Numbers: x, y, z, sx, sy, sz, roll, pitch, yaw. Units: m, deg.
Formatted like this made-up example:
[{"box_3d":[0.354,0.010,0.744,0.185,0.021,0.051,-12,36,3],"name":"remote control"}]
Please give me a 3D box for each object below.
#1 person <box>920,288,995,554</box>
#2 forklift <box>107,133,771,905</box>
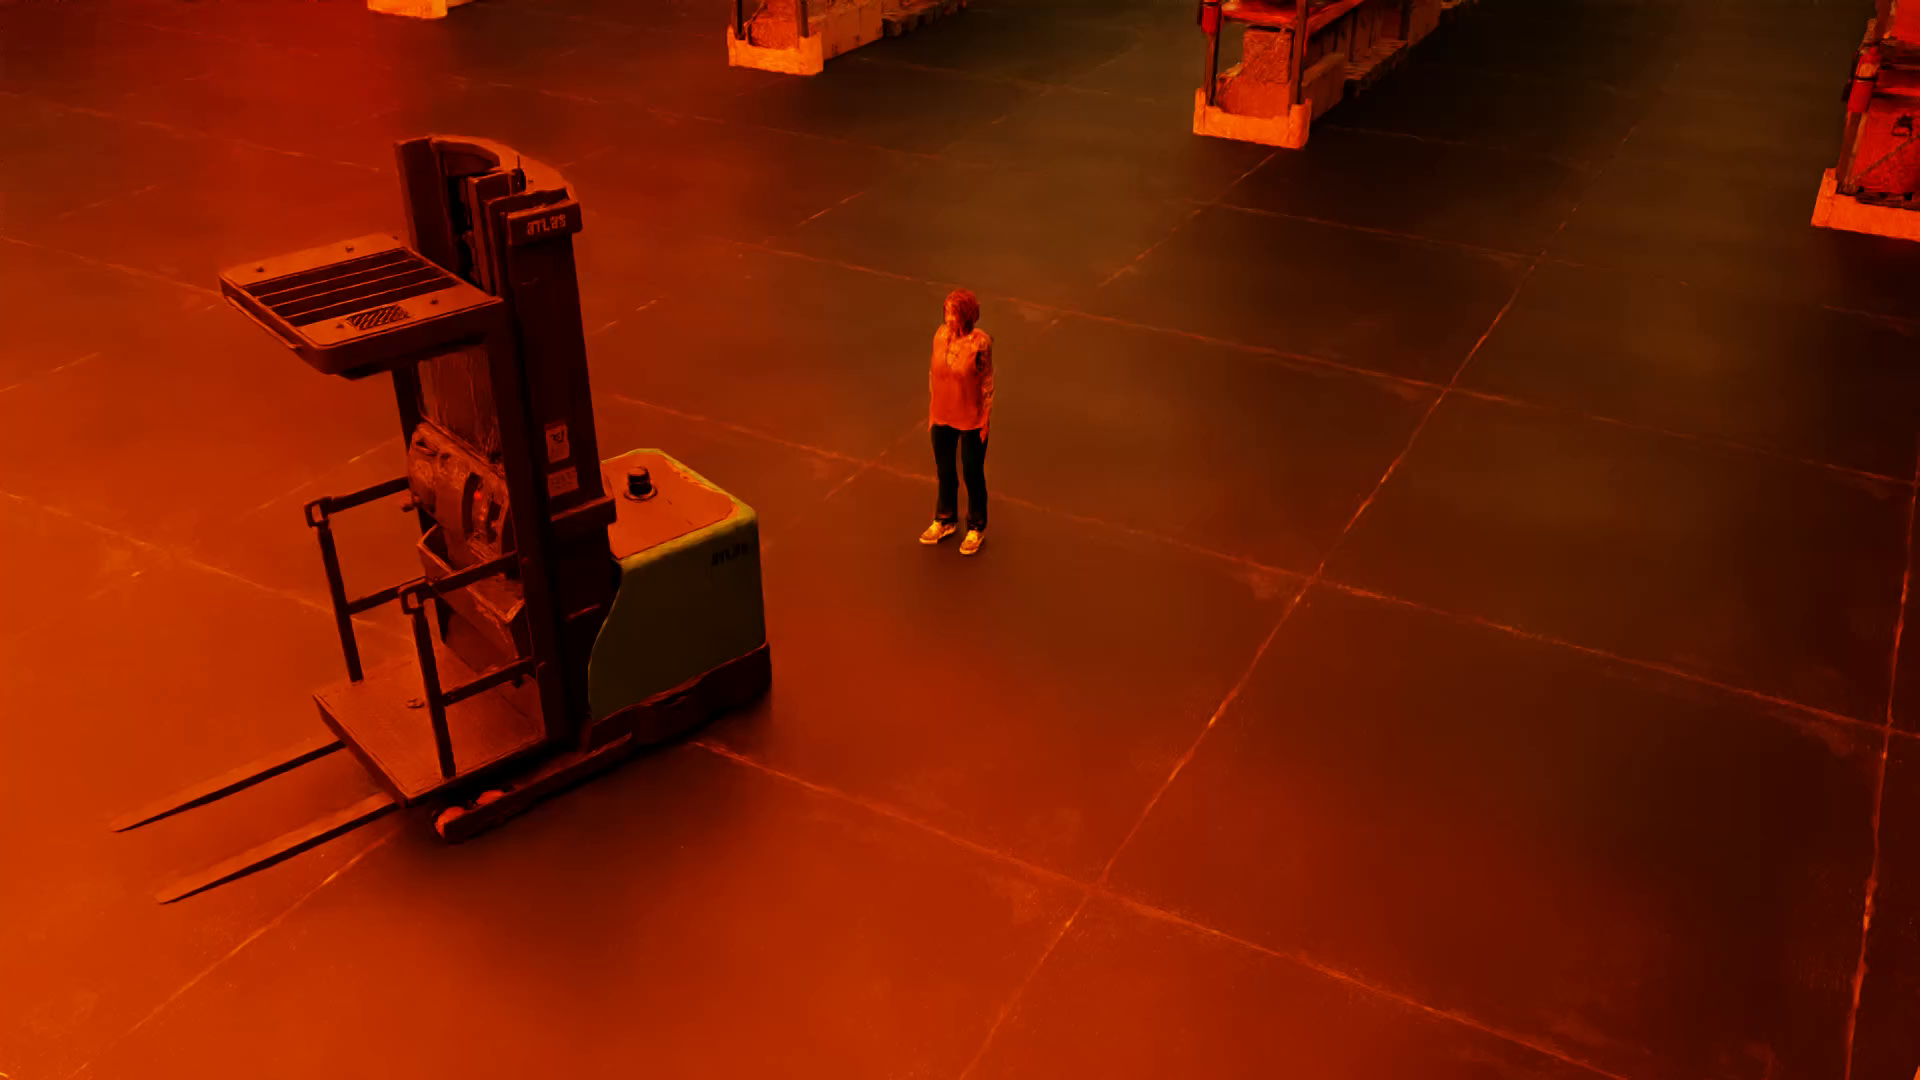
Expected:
[{"box_3d":[-0.004,-0.689,9.596,0.405,1.604,0.311,15,33,25],"name":"person"},{"box_3d":[-2.419,-0.181,7.384,3.031,2.935,1.130,-24,37,-35],"name":"forklift"}]
